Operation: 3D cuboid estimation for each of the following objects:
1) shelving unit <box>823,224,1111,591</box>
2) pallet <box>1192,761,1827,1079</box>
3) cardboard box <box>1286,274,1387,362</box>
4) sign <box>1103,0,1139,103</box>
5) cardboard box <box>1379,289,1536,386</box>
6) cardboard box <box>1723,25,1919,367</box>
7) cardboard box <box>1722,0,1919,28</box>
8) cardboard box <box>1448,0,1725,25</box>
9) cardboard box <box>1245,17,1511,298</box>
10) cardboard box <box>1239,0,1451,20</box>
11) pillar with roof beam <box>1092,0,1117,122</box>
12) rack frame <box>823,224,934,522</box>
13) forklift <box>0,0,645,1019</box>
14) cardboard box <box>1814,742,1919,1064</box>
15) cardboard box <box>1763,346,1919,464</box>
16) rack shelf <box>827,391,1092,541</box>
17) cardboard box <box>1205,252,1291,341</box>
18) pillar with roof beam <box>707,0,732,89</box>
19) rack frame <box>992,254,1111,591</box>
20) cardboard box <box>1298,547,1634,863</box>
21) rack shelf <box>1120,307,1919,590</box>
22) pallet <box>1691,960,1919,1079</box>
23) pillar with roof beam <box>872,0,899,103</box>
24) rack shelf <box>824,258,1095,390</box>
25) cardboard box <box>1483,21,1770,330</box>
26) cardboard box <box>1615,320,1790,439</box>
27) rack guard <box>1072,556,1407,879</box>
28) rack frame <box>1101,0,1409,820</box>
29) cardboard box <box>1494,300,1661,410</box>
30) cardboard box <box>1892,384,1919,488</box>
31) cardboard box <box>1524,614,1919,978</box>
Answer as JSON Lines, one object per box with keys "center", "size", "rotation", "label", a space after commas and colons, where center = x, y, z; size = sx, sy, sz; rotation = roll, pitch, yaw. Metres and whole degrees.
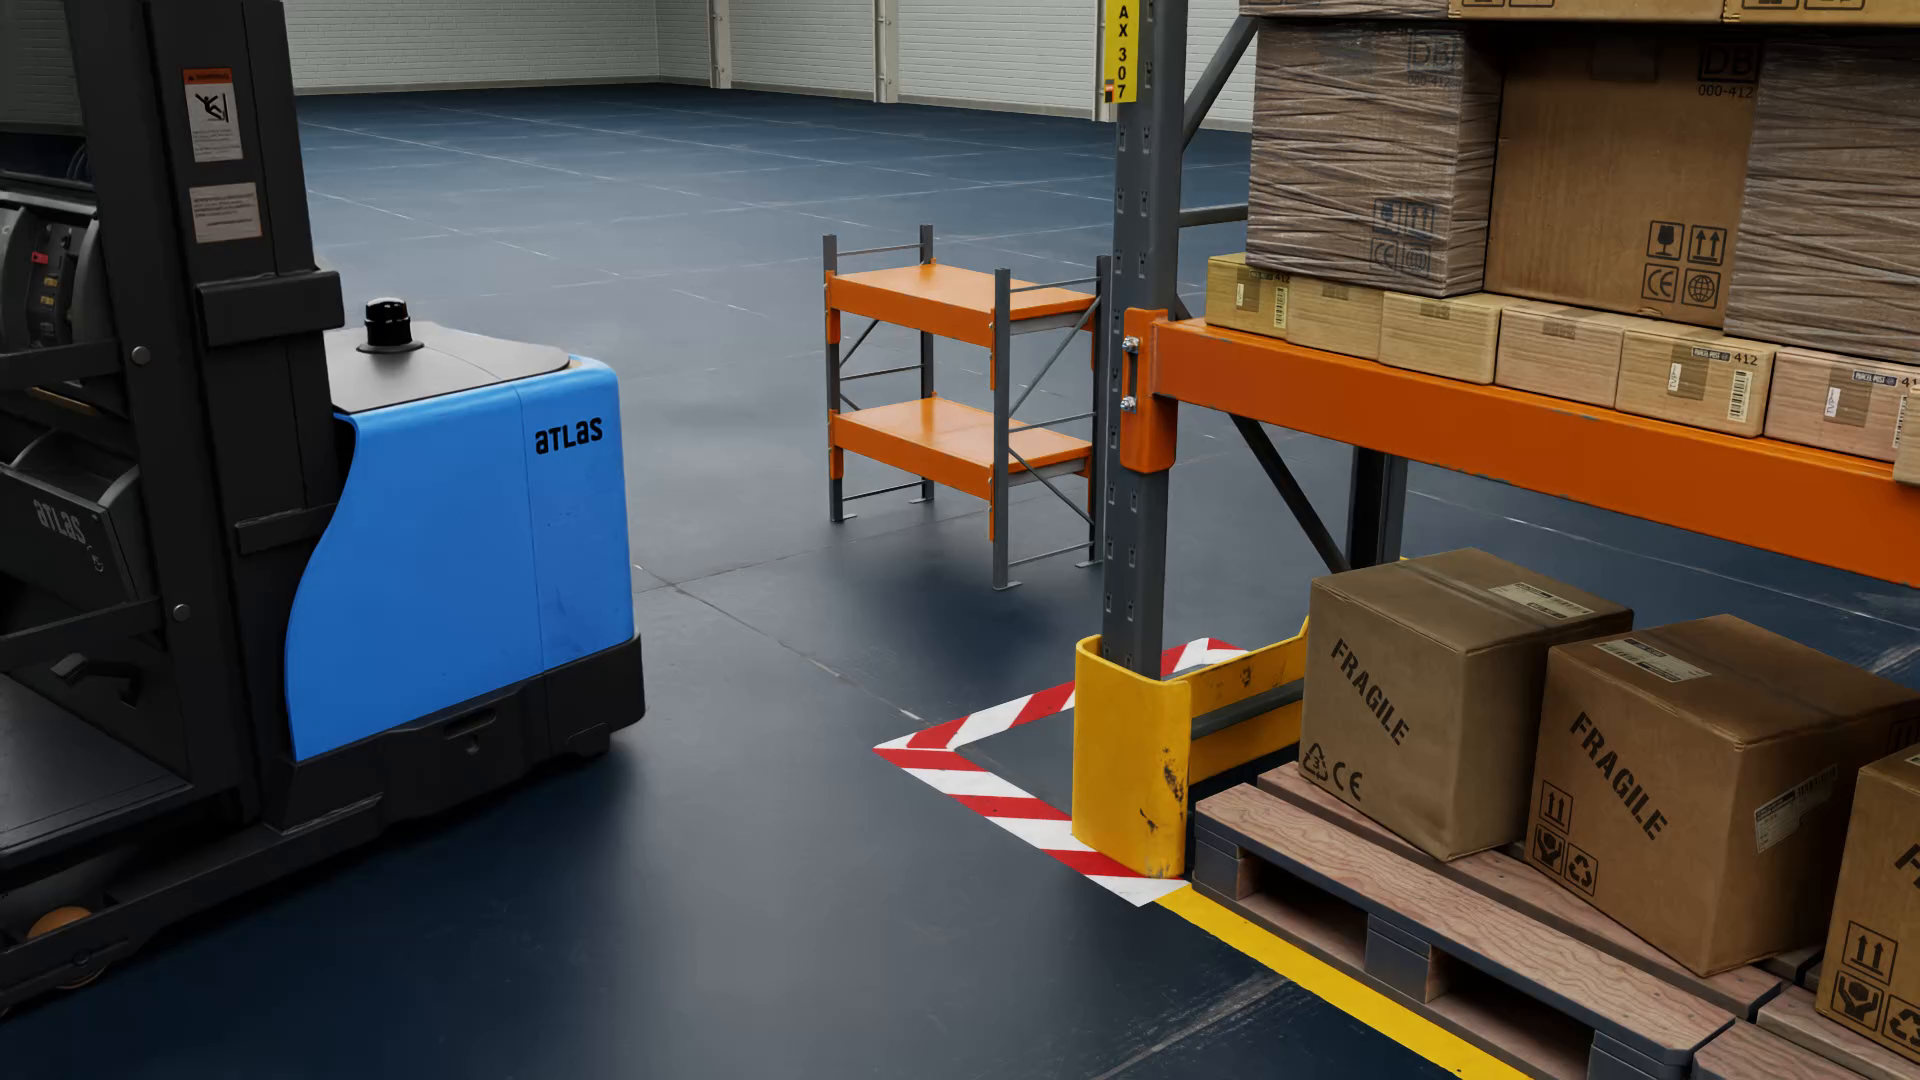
{"center": [0.004, -0.532, 6.181], "size": [0.538, 1.125, 1.048], "rotation": [-14, 23, -36], "label": "shelving unit"}
{"center": [1.294, 0.762, 3.725], "size": [1.003, 0.211, 1.213], "rotation": [-14, 23, -36], "label": "pallet"}
{"center": [0.901, -0.486, 3.458], "size": [0.380, 0.149, 0.250], "rotation": [-14, 23, -36], "label": "cardboard box"}
{"center": [0.345, -1.092, 3.513], "size": [0.100, 0.325, 0.005], "rotation": [-14, 23, -36], "label": "sign"}
{"center": [1.044, -0.422, 3.263], "size": [0.380, 0.149, 0.250], "rotation": [-14, 23, -36], "label": "cardboard box"}
{"center": [1.772, -0.604, 2.782], "size": [0.875, 0.500, 0.500], "rotation": [-14, 23, -36], "label": "cardboard box"}
{"center": [1.515, -1.015, 2.432], "size": [0.500, 0.500, 0.500], "rotation": [-14, 23, -36], "label": "cardboard box"}
{"center": [1.203, -1.137, 2.803], "size": [0.500, 0.500, 0.500], "rotation": [-14, 23, -36], "label": "cardboard box"}
{"center": [1.090, -0.835, 3.481], "size": [0.875, 0.500, 0.500], "rotation": [-14, 23, -36], "label": "cardboard box"}
{"center": [0.898, -1.262, 3.179], "size": [0.500, 0.500, 0.500], "rotation": [-14, 23, -36], "label": "cardboard box"}
{"center": [-1.019, -10.127, 22.631], "size": [9.100, 9.000, 0.400], "rotation": [-14, 23, -36], "label": "pillar with roof beam"}
{"center": [-0.311, -0.658, 6.559], "size": [0.500, 1.125, 0.032], "rotation": [-14, 23, -36], "label": "rack frame"}
{"center": [-2.208, -0.576, 3.441], "size": [1.130, 2.935, 3.031], "rotation": [15, 23, 37], "label": "forklift"}
{"center": [1.917, 0.656, 2.919], "size": [0.500, 0.500, 0.500], "rotation": [-12, 22, -31], "label": "cardboard box"}
{"center": [1.542, -0.245, 2.729], "size": [0.380, 0.149, 0.250], "rotation": [-14, 23, -36], "label": "cardboard box"}
{"center": [0.004, -0.300, 6.258], "size": [0.538, 0.278, 1.000], "rotation": [-14, 23, -36], "label": "rack shelf"}
{"center": [0.761, -0.551, 3.656], "size": [0.380, 0.149, 0.250], "rotation": [-14, 23, -36], "label": "cardboard box"}
{"center": [-8.469, -13.084, 31.561], "size": [9.100, 9.000, 0.400], "rotation": [-14, 23, -36], "label": "pillar with roof beam"}
{"center": [0.320, -0.407, 5.802], "size": [0.500, 1.125, 0.032], "rotation": [-14, 23, -36], "label": "rack frame"}
{"center": [1.145, 0.357, 3.821], "size": [0.500, 0.500, 0.500], "rotation": [-9, 20, -26], "label": "cardboard box"}
{"center": [2.012, 0.047, 2.593], "size": [1.077, 0.370, 4.000], "rotation": [-14, 23, -36], "label": "rack shelf"}
{"center": [2.048, 1.063, 2.818], "size": [1.003, 0.211, 1.213], "rotation": [-14, 23, -36], "label": "pallet"}
{"center": [-4.744, -11.606, 27.096], "size": [9.100, 9.000, 0.400], "rotation": [-14, 23, -36], "label": "pillar with roof beam"}
{"center": [0.004, -0.810, 6.089], "size": [0.538, 0.278, 1.000], "rotation": [-14, 23, -36], "label": "rack shelf"}
{"center": [1.495, -0.735, 3.179], "size": [0.875, 0.500, 0.500], "rotation": [-14, 23, -36], "label": "cardboard box"}
{"center": [1.365, -0.301, 2.899], "size": [0.380, 0.149, 0.250], "rotation": [-14, 23, -36], "label": "cardboard box"}
{"center": [0.818, 0.418, 4.305], "size": [1.175, 0.500, 0.348], "rotation": [-14, 23, -36], "label": "rack guard"}
{"center": [0.771, -0.787, 3.969], "size": [1.000, 3.000, 0.127], "rotation": [-14, 23, -36], "label": "rack frame"}
{"center": [1.216, -0.364, 3.090], "size": [0.380, 0.149, 0.250], "rotation": [-14, 23, -36], "label": "cardboard box"}
{"center": [1.616, -0.163, 2.482], "size": [0.380, 0.149, 0.250], "rotation": [-14, 23, -36], "label": "cardboard box"}
{"center": [1.543, 0.498, 3.396], "size": [0.500, 0.500, 0.500], "rotation": [-8, 20, -22], "label": "cardboard box"}
